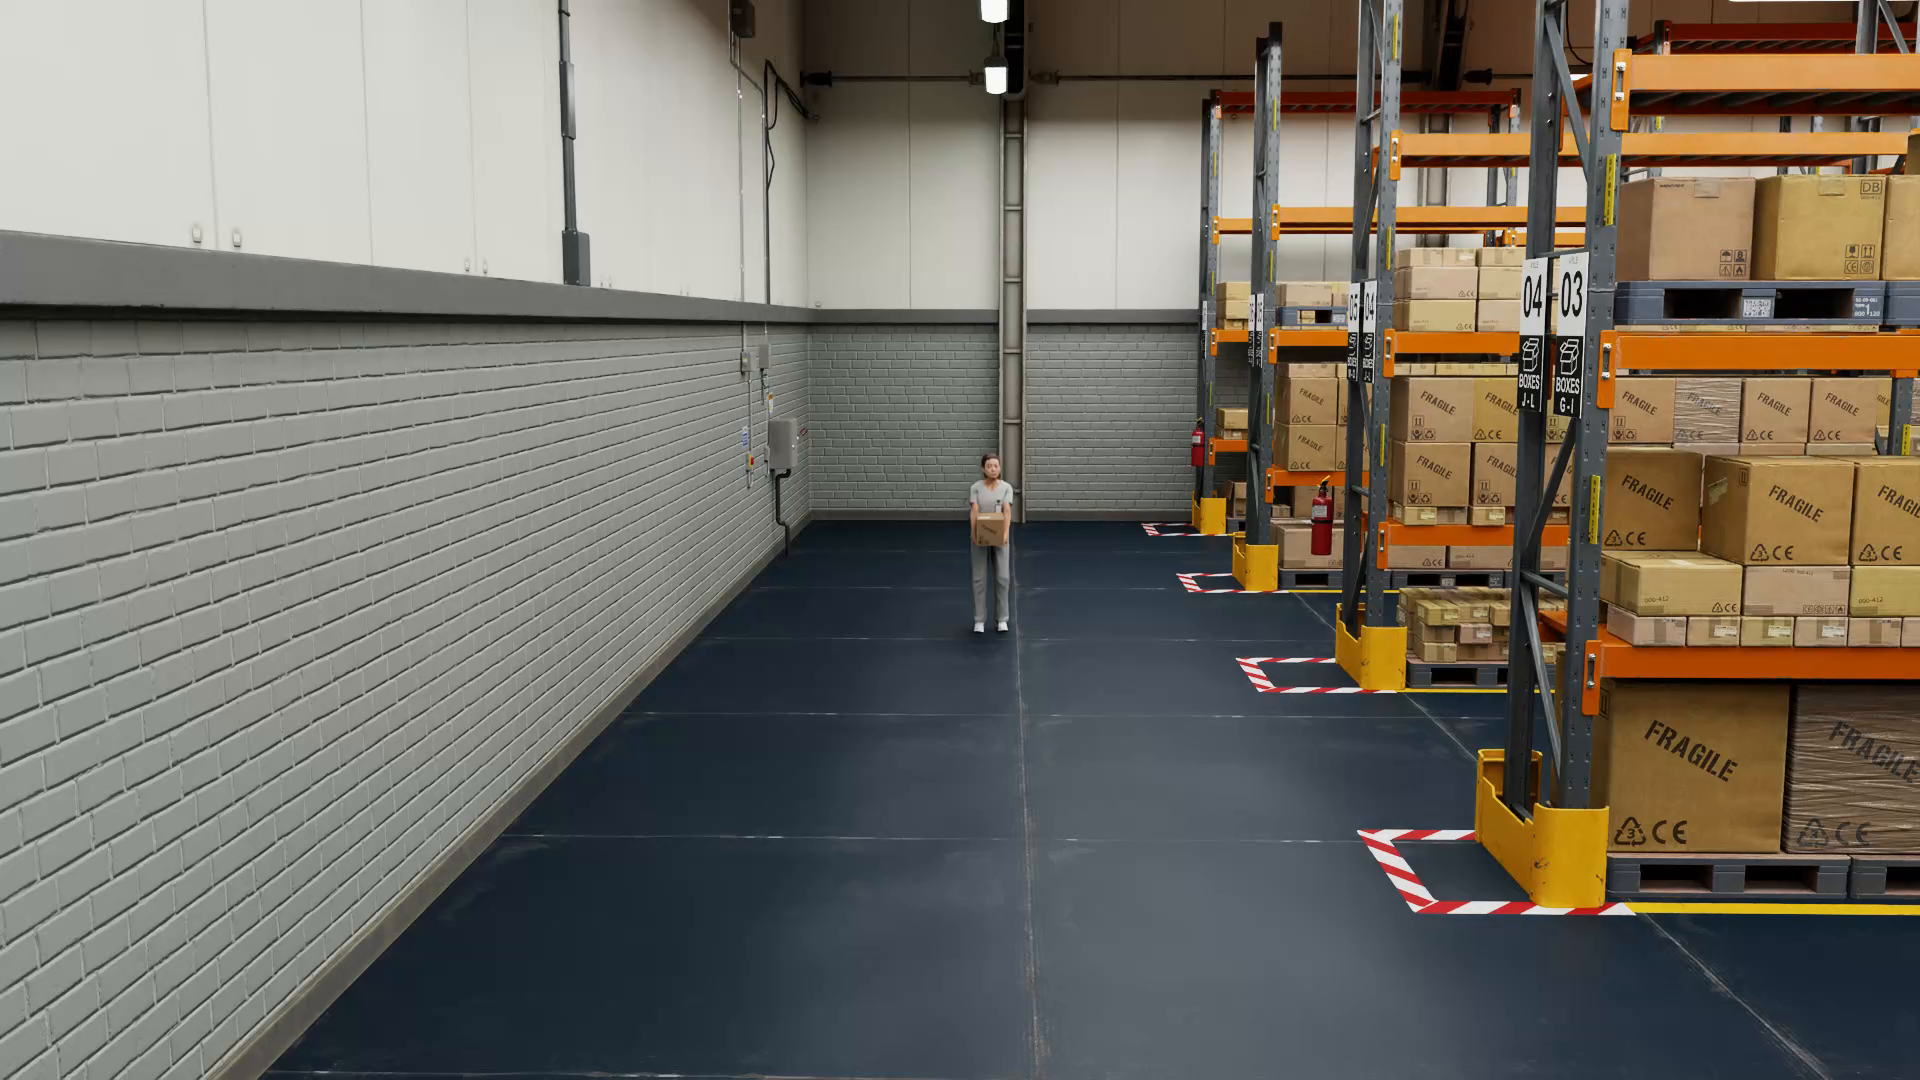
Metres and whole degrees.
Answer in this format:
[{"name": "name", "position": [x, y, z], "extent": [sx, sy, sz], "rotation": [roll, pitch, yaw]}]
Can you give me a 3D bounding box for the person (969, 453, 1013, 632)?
[{"name": "person", "position": [0.290, 0.030, 15.599], "extent": [0.409, 1.668, 0.525], "rotation": [0, 7, 0]}]
